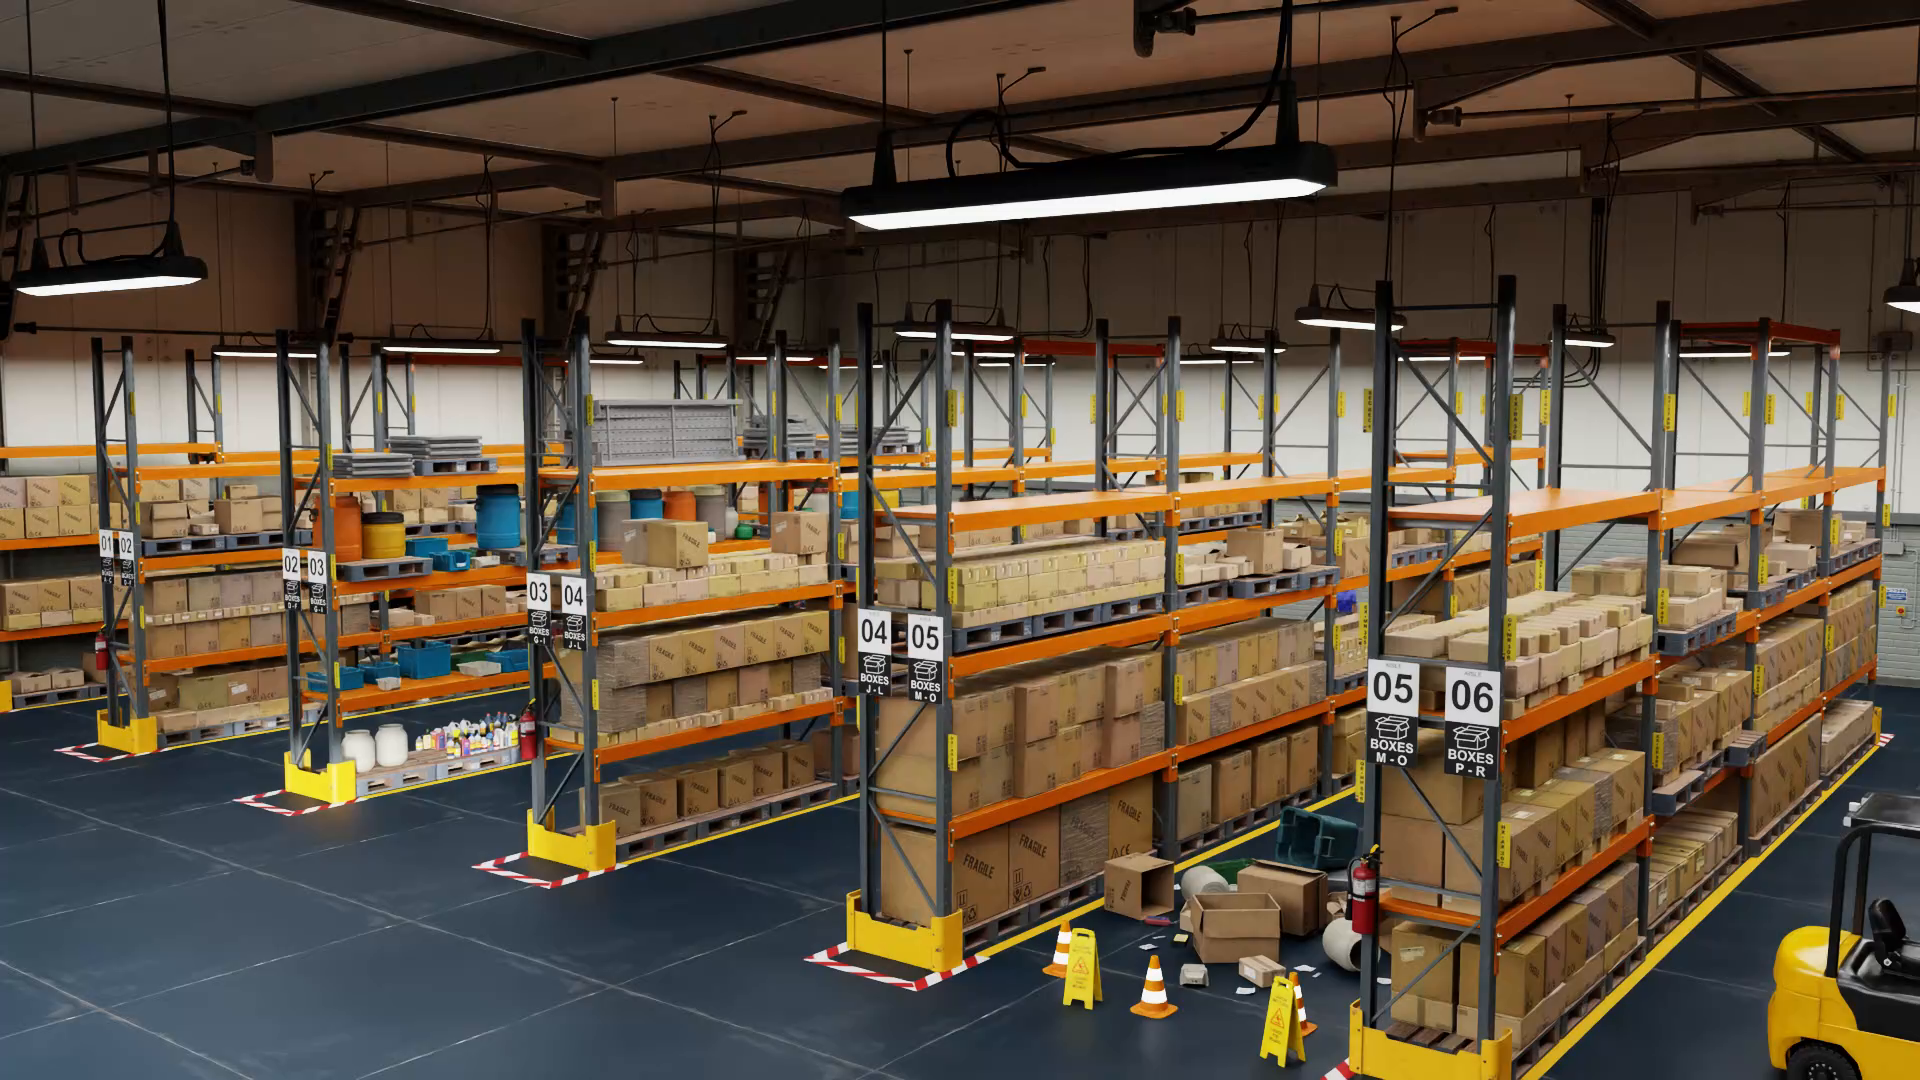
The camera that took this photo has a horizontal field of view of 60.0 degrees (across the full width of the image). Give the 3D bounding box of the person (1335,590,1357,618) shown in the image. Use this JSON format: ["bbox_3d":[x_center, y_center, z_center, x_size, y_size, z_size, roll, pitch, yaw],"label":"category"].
[{"bbox_3d":[7.558,1.506,32.651,0.449,1.594,1.070,1,5,13],"label":"person"}]

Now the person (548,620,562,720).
[{"bbox_3d":[-6.445,2.058,25.935,1.080,1.692,0.556,-4,6,-40],"label":"person"}]
